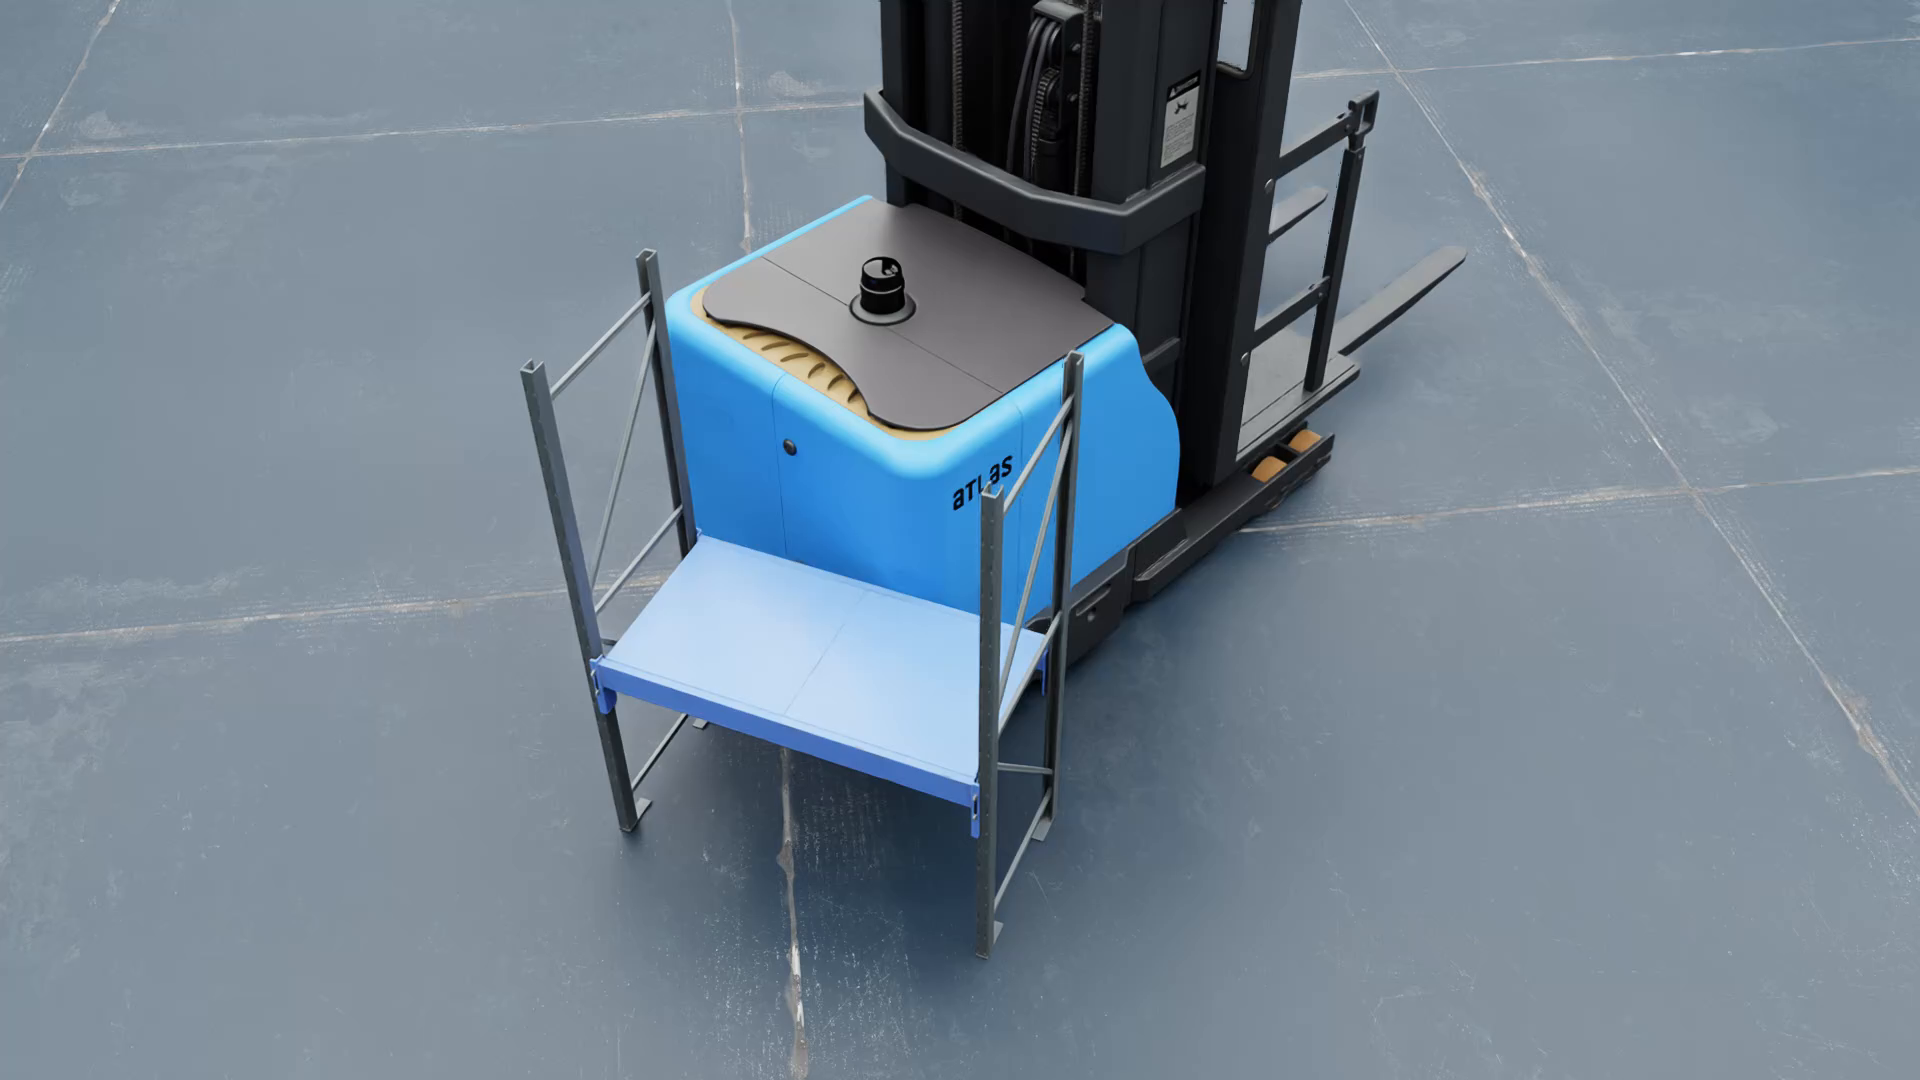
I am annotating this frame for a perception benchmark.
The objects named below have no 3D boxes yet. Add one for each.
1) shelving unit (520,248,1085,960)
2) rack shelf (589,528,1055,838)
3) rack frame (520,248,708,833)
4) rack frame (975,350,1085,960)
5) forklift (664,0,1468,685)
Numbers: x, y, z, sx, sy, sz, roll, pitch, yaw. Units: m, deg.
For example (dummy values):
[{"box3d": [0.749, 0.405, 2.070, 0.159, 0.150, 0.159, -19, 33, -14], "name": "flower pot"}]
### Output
[{"box3d": [-0.321, 0.190, 3.919, 1.048, 1.500, 0.538, 16, 44, 17], "name": "shelving unit"}, {"box3d": [-0.321, 0.324, 4.040, 1.000, 0.185, 0.538, 16, 44, 17], "name": "rack shelf"}, {"box3d": [-0.790, 0.059, 4.065, 0.032, 1.500, 0.500, 16, 44, 17], "name": "rack frame"}, {"box3d": [0.148, 0.321, 3.774, 0.032, 1.500, 0.500, 16, 44, 17], "name": "rack frame"}, {"box3d": [0.574, -1.404, 4.618, 1.130, 2.935, 3.031, 33, 51, 31], "name": "forklift"}]
